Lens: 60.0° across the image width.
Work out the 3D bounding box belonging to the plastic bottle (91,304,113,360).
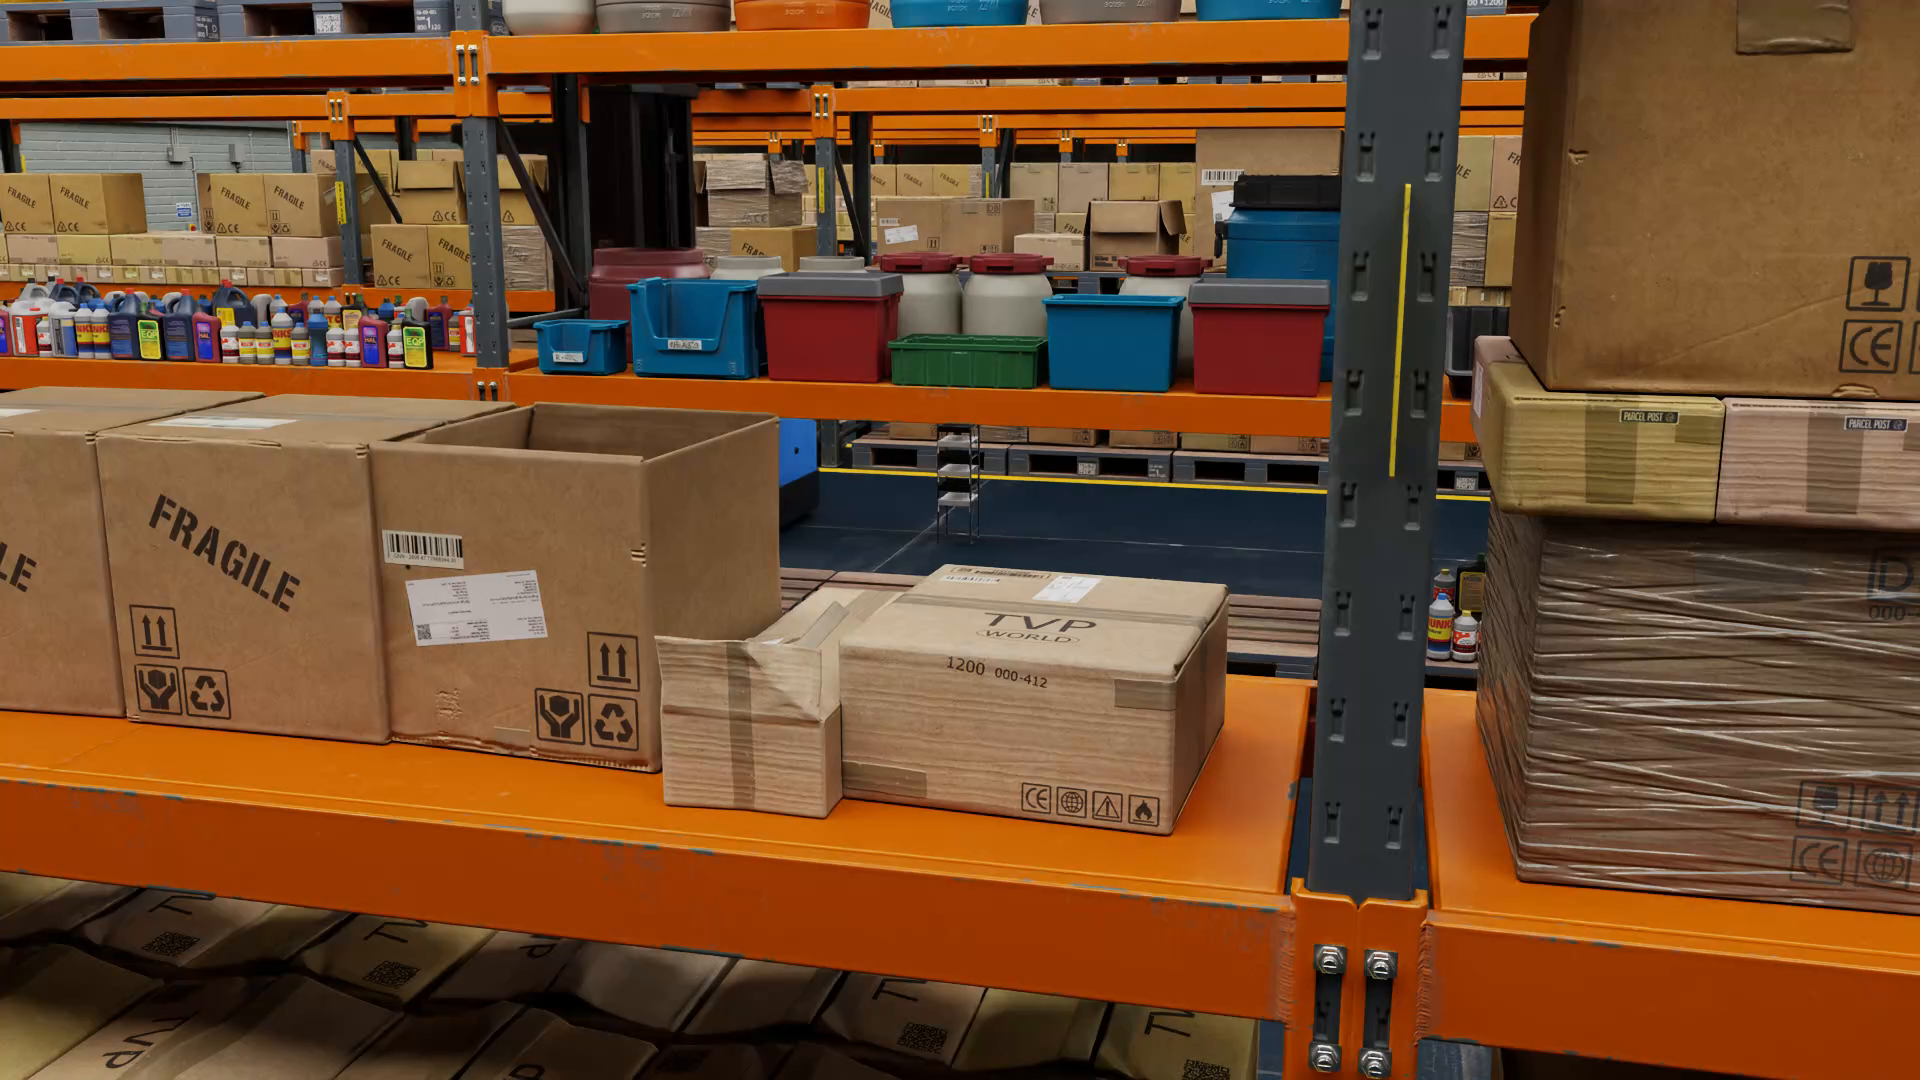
[{"bbox_3d":[-4.272,-1.040,8.291,0.097,0.271,0.097,0,13,0],"label":"plastic bottle"}]

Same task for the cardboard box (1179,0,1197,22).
[{"bbox_3d":[1.651,-3.724,11.958,0.637,0.503,0.797,4,13,16],"label":"cardboard box"}]

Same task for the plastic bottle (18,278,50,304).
[{"bbox_3d":[-5.019,-1.250,9.057,0.185,0.351,0.144,3,13,14],"label":"plastic bottle"}]

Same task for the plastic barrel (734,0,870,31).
[{"bbox_3d":[-0.691,-2.628,7.235,0.708,0.830,0.600,3,13,14],"label":"plastic barrel"}]

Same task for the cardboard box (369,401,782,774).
[{"bbox_3d":[-0.632,0.054,2.836,0.500,0.500,0.500,4,13,18],"label":"cardboard box"}]

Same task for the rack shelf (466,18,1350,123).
[{"bbox_3d":[-0.130,-2.085,7.443,4.000,0.370,1.077,3,13,14],"label":"rack shelf"}]

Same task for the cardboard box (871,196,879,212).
[{"bbox_3d":[-0.942,-3.497,17.308,0.250,0.149,0.380,3,13,15],"label":"cardboard box"}]

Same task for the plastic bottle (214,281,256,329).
[{"bbox_3d":[-3.821,-1.184,8.760,0.185,0.351,0.144,3,13,14],"label":"plastic bottle"}]

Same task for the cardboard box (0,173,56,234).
[{"bbox_3d":[-7.765,-2.863,14.141,0.500,0.500,0.500,3,13,12],"label":"cardboard box"}]

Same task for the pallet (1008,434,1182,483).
[{"bbox_3d":[1.054,-0.651,12.683,1.213,0.211,1.003,3,13,14],"label":"pallet"}]

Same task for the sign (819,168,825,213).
[{"bbox_3d":[-1.015,-2.566,12.200,0.005,0.325,0.100,3,13,14],"label":"sign"}]

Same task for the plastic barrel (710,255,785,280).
[{"bbox_3d":[-1.022,-1.122,8.107,0.421,0.512,0.421,0,13,0],"label":"plastic barrel"}]

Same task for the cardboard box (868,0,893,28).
[{"bbox_3d":[-0.490,-3.796,12.109,0.500,0.500,0.500,3,13,14],"label":"cardboard box"}]

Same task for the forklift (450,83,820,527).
[{"bbox_3d":[-2.494,-1.585,10.610,3.031,2.935,1.130,4,13,16],"label":"forklift"}]

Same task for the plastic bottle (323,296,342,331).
[{"bbox_3d":[-3.323,-1.158,8.826,0.097,0.271,0.097,0,13,0],"label":"plastic bottle"}]

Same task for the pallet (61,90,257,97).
[{"bbox_3d":[-6.741,-3.855,13.961,1.213,0.211,1.003,3,13,14],"label":"pallet"}]

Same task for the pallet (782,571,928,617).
[{"bbox_3d":[-0.148,0.398,7.954,1.213,0.211,1.003,3,13,14],"label":"pallet"}]

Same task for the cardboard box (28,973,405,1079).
[{"bbox_3d":[-1.318,0.997,2.898,0.500,0.311,0.500,3,13,13],"label":"cardboard box"}]

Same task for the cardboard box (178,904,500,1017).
[{"bbox_3d":[-1.213,0.883,3.411,0.500,0.311,0.500,3,13,15],"label":"cardboard box"}]

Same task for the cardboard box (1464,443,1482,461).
[{"bbox_3d":[3.935,-0.837,11.884,0.500,0.500,0.500,8,15,31],"label":"cardboard box"}]

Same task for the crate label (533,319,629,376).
[{"bbox_3d":[-1.752,-0.893,7.722,0.416,0.233,0.303,3,13,14],"label":"crate label"}]

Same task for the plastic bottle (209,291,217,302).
[{"bbox_3d":[-4.059,-1.207,9.020,0.133,0.283,0.061,3,13,14],"label":"plastic bottle"}]

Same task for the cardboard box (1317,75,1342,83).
[{"bbox_3d":[3.561,-4.596,16.243,0.500,0.250,0.500,3,13,14],"label":"cardboard box"}]

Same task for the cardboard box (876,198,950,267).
[{"bbox_3d":[-0.351,-2.352,12.708,0.500,0.500,0.500,1,13,7],"label":"cardboard box"}]

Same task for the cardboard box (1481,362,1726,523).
[{"bbox_3d":[0.836,-0.138,2.201,0.250,0.149,0.380,3,13,13],"label":"cardboard box"}]

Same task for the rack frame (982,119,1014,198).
[{"bbox_3d":[0.402,-3.155,17.530,0.127,3.000,1.000,3,13,14],"label":"rack frame"}]

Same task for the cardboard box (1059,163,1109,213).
[{"bbox_3d":[1.326,-3.641,17.179,0.500,0.500,0.700,3,13,13],"label":"cardboard box"}]

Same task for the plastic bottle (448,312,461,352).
[{"bbox_3d":[-2.615,-1.086,8.663,0.097,0.201,0.097,0,13,0],"label":"plastic bottle"}]

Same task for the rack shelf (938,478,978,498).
[{"bbox_3d":[-0.008,-0.319,10.165,0.200,0.077,0.258,3,13,14],"label":"rack shelf"}]

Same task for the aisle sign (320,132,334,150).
[{"bbox_3d":[-7.364,-4.906,19.421,0.004,0.787,0.394,3,13,14],"label":"aisle sign"}]

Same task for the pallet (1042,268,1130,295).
[{"bbox_3d":[1.047,-1.930,12.449,1.213,0.211,1.003,3,13,14],"label":"pallet"}]

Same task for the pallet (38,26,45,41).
[{"bbox_3d":[-5.171,-2.636,8.698,1.003,0.211,1.213,3,13,14],"label":"pallet"}]

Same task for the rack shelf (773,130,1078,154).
[{"bbox_3d":[-0.452,-5.418,22.466,4.000,0.370,1.077,3,13,14],"label":"rack shelf"}]

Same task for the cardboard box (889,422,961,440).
[{"bbox_3d":[-0.230,-1.081,12.938,0.500,0.500,0.700,2,13,11],"label":"cardboard box"}]

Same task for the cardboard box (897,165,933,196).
[{"bbox_3d":[-0.545,-4.790,22.359,0.500,0.500,0.500,3,13,13],"label":"cardboard box"}]

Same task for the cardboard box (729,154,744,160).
[{"bbox_3d":[-2.999,-5.248,22.926,0.250,0.149,0.380,3,13,15],"label":"cardboard box"}]

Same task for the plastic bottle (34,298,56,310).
[{"bbox_3d":[-4.662,-1.103,8.565,0.135,0.276,0.152,3,13,14],"label":"plastic bottle"}]

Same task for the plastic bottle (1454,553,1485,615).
[{"bbox_3d":[2.358,0.199,7.669,0.133,0.283,0.061,4,13,16],"label":"plastic bottle"}]

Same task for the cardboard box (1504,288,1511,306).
[{"bbox_3d":[3.869,-1.679,11.456,0.250,0.149,0.380,3,13,14],"label":"cardboard box"}]

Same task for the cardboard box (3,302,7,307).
[{"bbox_3d":[-8.011,-1.684,14.834,0.875,0.875,0.875,3,13,14],"label":"cardboard box"}]

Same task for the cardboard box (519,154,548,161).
[{"bbox_3d":[-4.506,-4.038,18.284,0.500,0.500,0.500,3,13,12],"label":"cardboard box"}]

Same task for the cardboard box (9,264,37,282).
[{"bbox_3d":[-7.888,-2.296,14.237,0.250,0.149,0.380,3,13,12],"label":"cardboard box"}]

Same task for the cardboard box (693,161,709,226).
[{"bbox_3d":[-2.223,-2.732,13.074,0.637,0.503,0.797,3,13,15],"label":"cardboard box"}]

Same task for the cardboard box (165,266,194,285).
[{"bbox_3d":[-6.391,-2.216,13.876,0.250,0.149,0.380,3,13,13],"label":"cardboard box"}]

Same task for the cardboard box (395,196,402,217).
[{"bbox_3d":[-5.997,-3.633,18.764,0.500,0.500,0.500,3,13,14],"label":"cardboard box"}]

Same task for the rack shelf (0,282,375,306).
[{"bbox_3d":[-6.710,-2.078,14.334,4.000,0.370,1.077,3,13,14],"label":"rack shelf"}]

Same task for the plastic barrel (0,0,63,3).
[{"bbox_3d":[-5.020,-3.040,8.681,0.600,0.588,0.600,0,13,0],"label":"plastic barrel"}]

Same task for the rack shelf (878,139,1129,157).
[{"bbox_3d":[0.733,-6.462,27.172,4.000,0.370,1.077,3,13,14],"label":"rack shelf"}]

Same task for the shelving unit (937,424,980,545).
[{"bbox_3d":[-0.008,-0.440,10.138,0.210,0.900,0.258,3,13,14],"label":"shelving unit"}]

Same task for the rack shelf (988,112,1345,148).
[{"bbox_3d":[2.343,-4.165,16.815,4.000,0.370,1.077,3,13,14],"label":"rack shelf"}]

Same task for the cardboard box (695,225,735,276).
[{"bbox_3d":[-1.906,-2.167,12.844,0.500,0.500,0.500,3,13,13],"label":"cardboard box"}]

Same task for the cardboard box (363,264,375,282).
[{"bbox_3d":[-4.976,-2.288,14.200,0.250,0.149,0.380,3,13,14],"label":"cardboard box"}]

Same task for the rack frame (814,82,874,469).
[{"bbox_3d":[-0.885,-2.117,12.852,0.127,3.000,1.000,3,13,14],"label":"rack frame"}]

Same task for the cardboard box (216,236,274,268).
[{"bbox_3d":[-5.763,-2.391,13.745,0.500,0.250,0.500,3,13,15],"label":"cardboard box"}]

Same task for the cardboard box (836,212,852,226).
[{"bbox_3d":[-1.187,-3.366,17.403,0.250,0.149,0.380,3,13,13],"label":"cardboard box"}]

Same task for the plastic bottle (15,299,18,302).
[{"bbox_3d":[-5.140,-1.251,9.235,0.135,0.276,0.152,3,13,14],"label":"plastic bottle"}]

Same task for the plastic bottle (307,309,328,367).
[{"bbox_3d":[-3.087,-0.976,8.006,0.097,0.271,0.097,0,13,0],"label":"plastic bottle"}]
